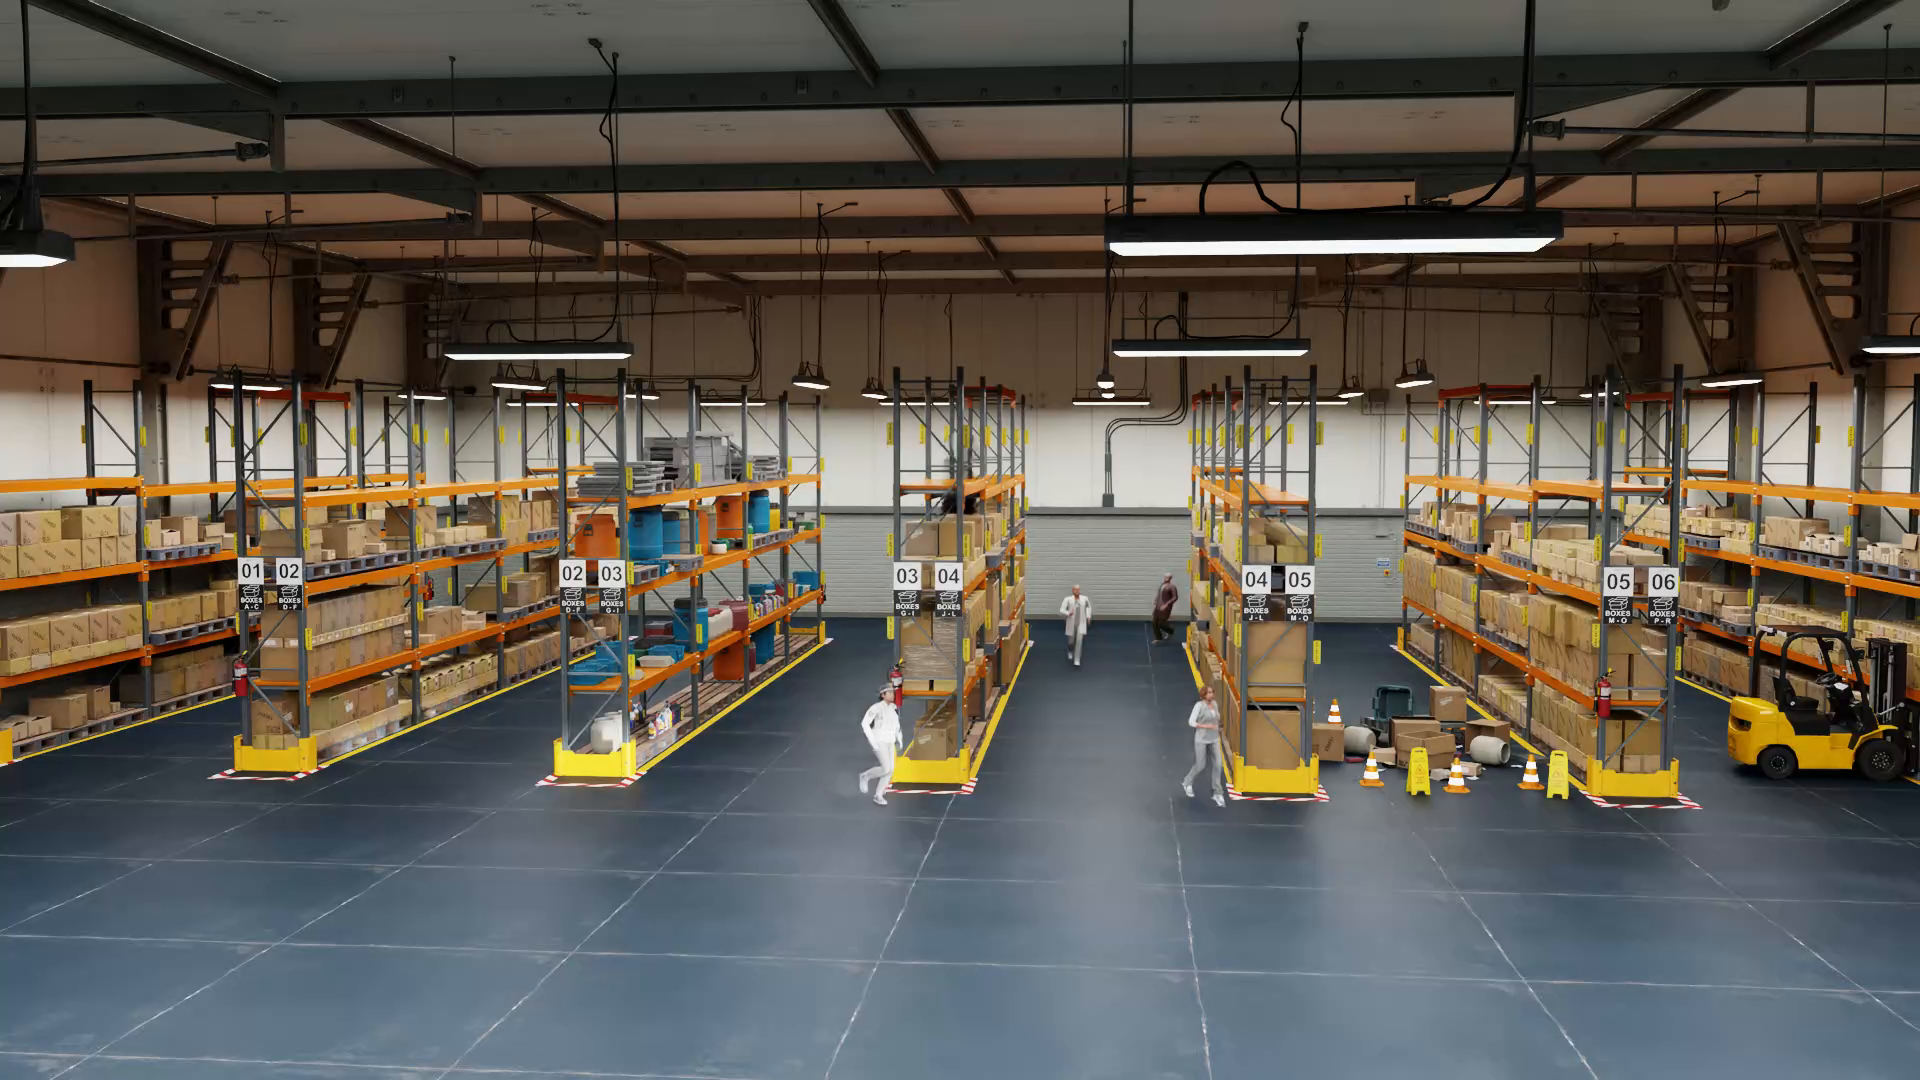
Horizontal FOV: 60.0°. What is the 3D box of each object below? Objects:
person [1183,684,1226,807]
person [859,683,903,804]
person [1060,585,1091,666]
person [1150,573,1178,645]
[{"bbox_3d":[3.355,2.779,22.738,0.544,1.619,0.775,-2,4,-27],"label":"person"},{"bbox_3d":[-1.037,2.771,22.854,0.533,1.619,0.652,3,5,43],"label":"person"},{"bbox_3d":[2.542,1.850,36.460,0.711,1.752,0.915,0,4,-2],"label":"person"},{"bbox_3d":[4.978,1.755,40.128,0.727,1.542,0.764,-2,4,-34],"label":"person"}]
